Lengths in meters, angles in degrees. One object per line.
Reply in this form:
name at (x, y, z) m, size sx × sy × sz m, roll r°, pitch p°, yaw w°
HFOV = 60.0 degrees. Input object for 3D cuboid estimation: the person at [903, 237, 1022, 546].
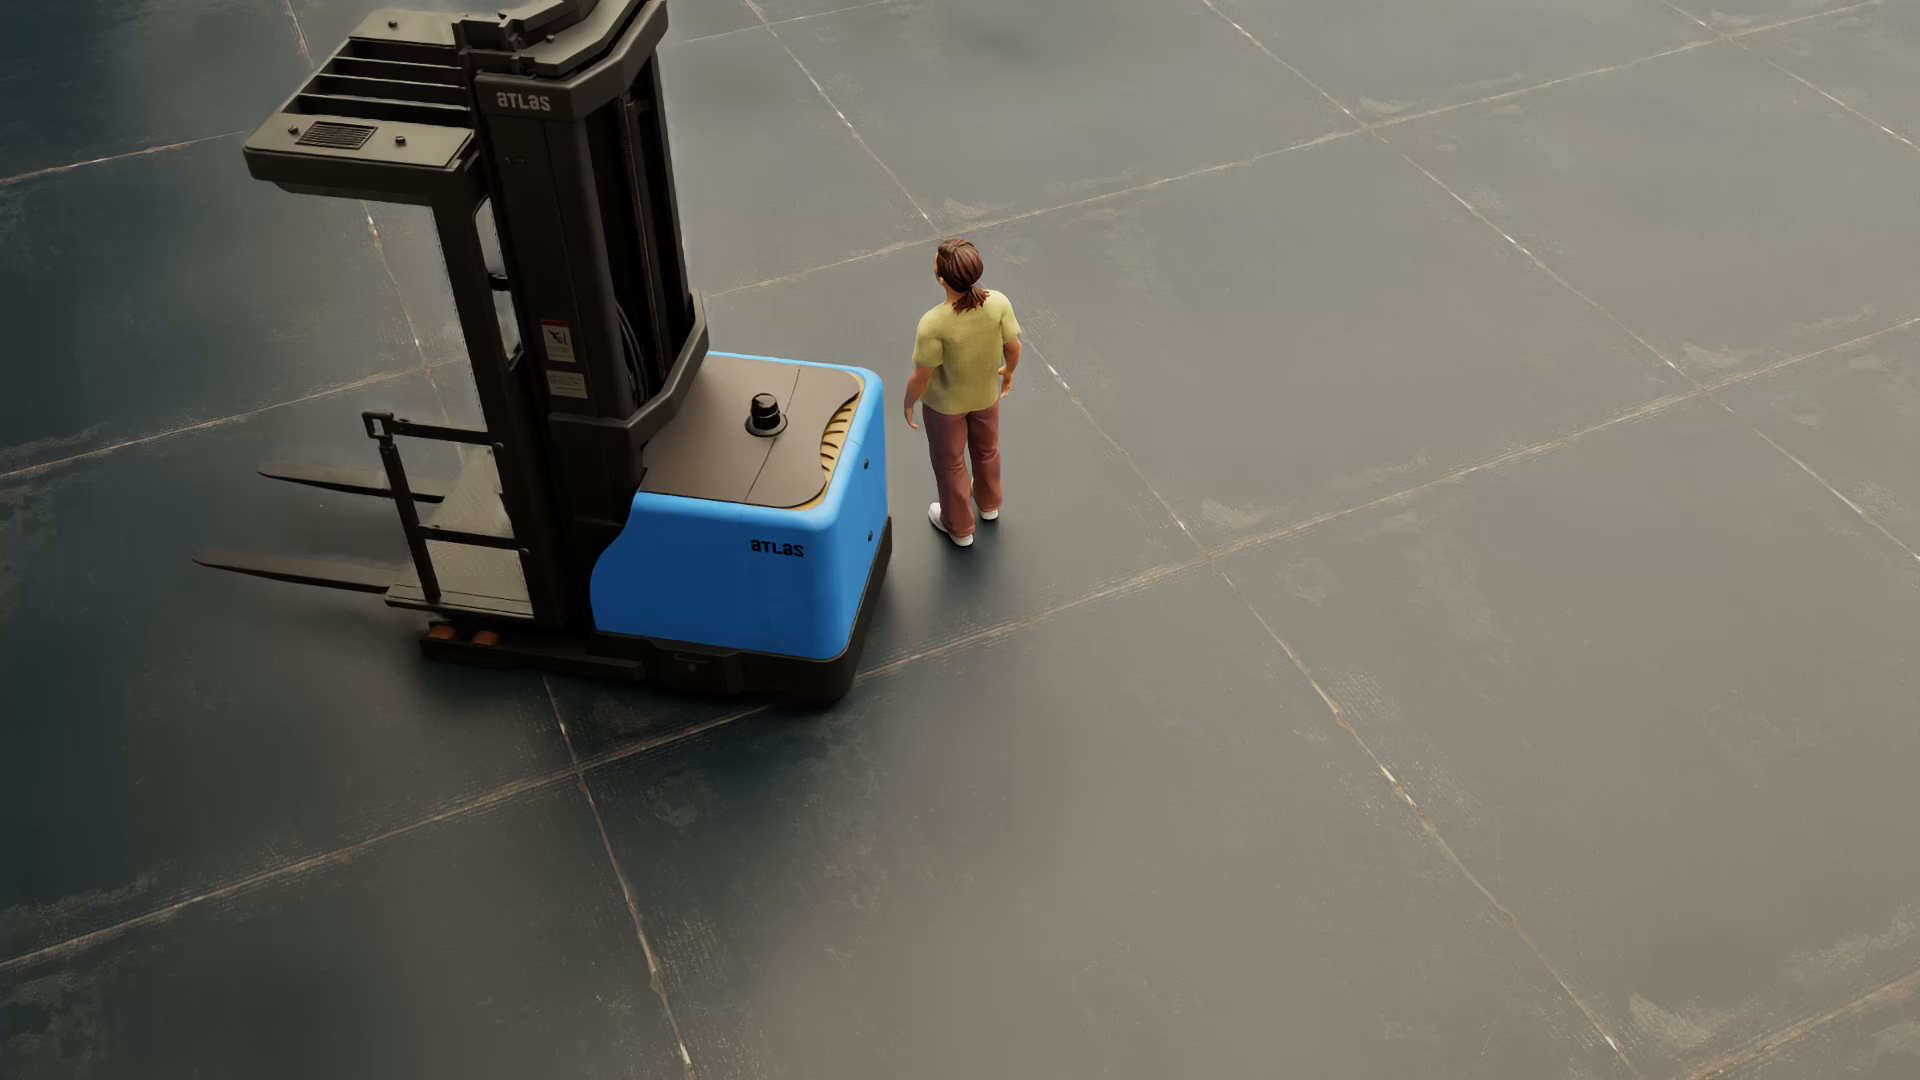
person at (-0.020, -0.667, 7.304) m, size 0.553 × 1.673 × 0.548 m, roll -18°, pitch 46°, yaw -18°

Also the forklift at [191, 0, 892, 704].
forklift at (-1.881, -0.865, 6.607) m, size 3.031 × 2.935 × 1.130 m, roll 7°, pitch 43°, yaw 7°
